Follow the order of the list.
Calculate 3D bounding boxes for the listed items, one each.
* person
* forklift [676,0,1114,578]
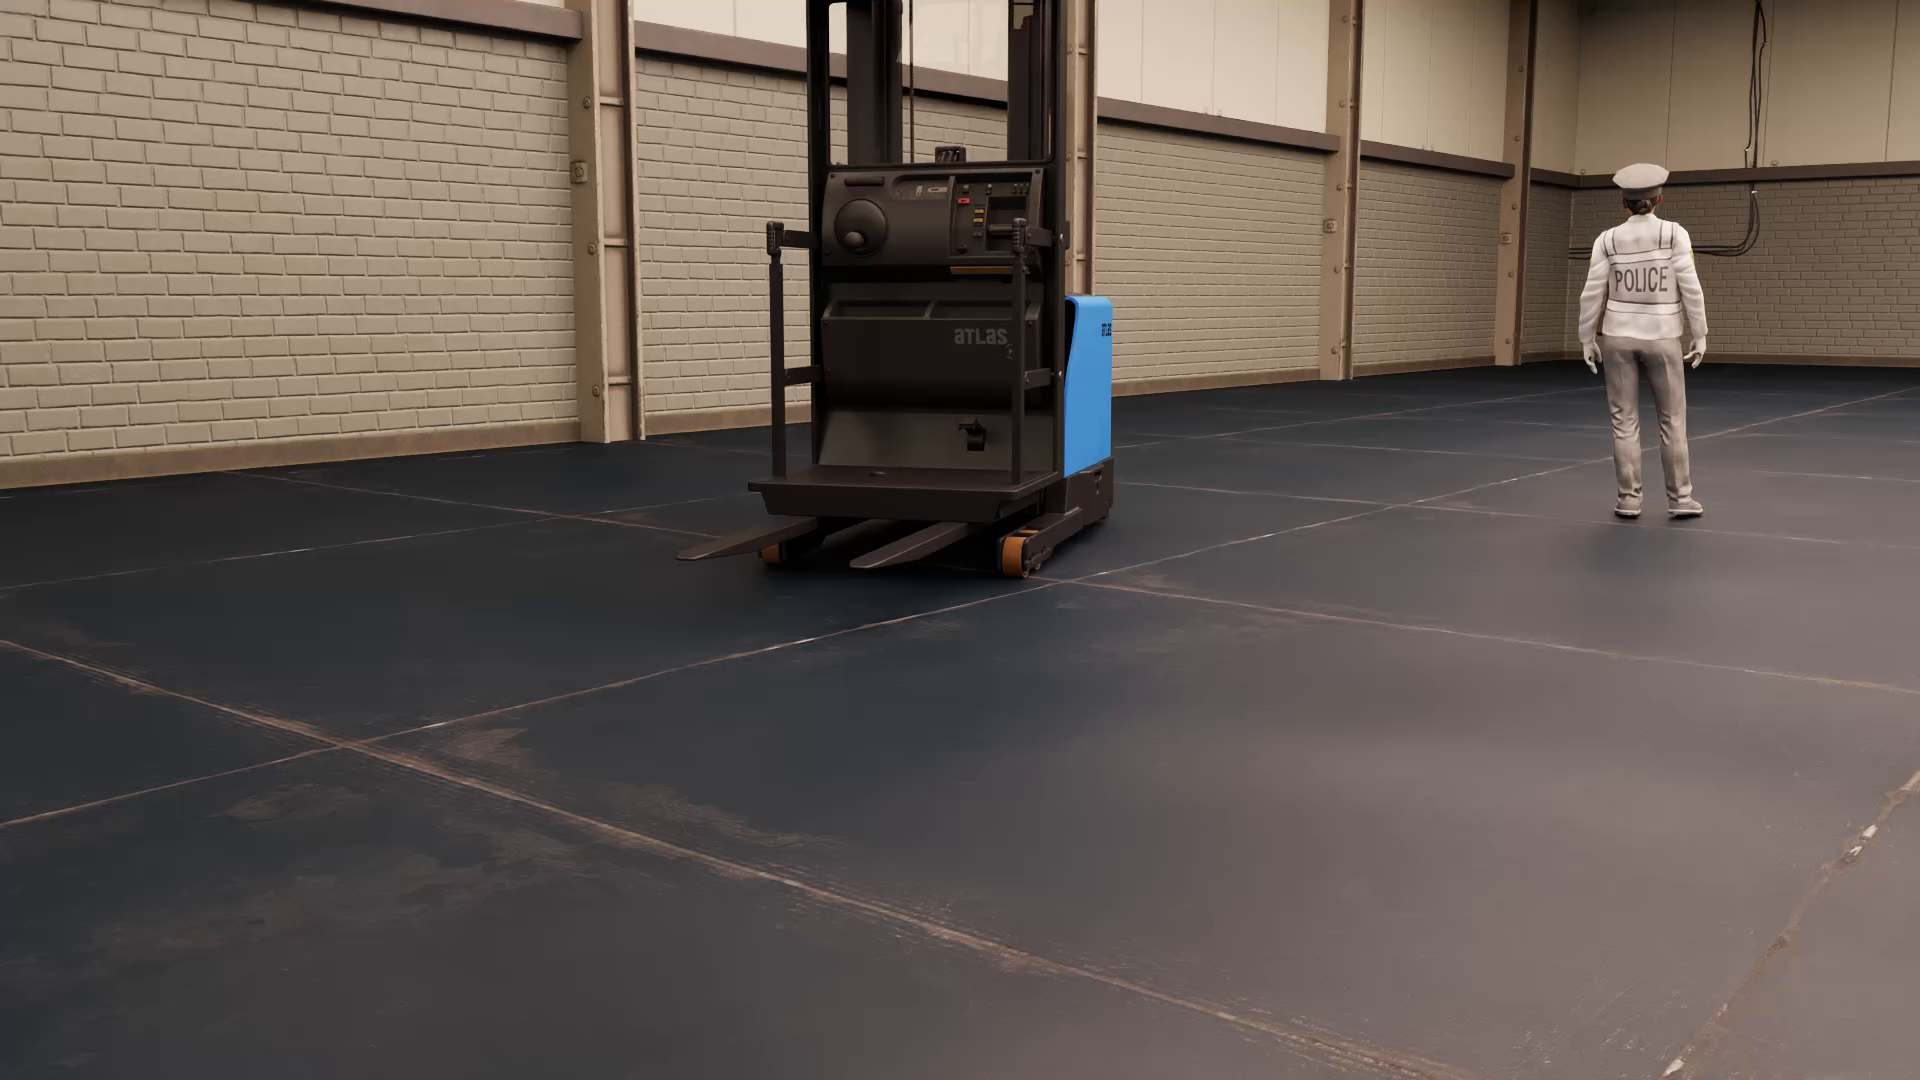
[{"bbox_3d":[3.320,-0.961,8.074,0.589,1.696,0.532,5,10,29],"label":"person"},{"bbox_3d":[-0.176,-1.366,6.616,1.130,2.935,3.031,3,9,17],"label":"forklift"}]
